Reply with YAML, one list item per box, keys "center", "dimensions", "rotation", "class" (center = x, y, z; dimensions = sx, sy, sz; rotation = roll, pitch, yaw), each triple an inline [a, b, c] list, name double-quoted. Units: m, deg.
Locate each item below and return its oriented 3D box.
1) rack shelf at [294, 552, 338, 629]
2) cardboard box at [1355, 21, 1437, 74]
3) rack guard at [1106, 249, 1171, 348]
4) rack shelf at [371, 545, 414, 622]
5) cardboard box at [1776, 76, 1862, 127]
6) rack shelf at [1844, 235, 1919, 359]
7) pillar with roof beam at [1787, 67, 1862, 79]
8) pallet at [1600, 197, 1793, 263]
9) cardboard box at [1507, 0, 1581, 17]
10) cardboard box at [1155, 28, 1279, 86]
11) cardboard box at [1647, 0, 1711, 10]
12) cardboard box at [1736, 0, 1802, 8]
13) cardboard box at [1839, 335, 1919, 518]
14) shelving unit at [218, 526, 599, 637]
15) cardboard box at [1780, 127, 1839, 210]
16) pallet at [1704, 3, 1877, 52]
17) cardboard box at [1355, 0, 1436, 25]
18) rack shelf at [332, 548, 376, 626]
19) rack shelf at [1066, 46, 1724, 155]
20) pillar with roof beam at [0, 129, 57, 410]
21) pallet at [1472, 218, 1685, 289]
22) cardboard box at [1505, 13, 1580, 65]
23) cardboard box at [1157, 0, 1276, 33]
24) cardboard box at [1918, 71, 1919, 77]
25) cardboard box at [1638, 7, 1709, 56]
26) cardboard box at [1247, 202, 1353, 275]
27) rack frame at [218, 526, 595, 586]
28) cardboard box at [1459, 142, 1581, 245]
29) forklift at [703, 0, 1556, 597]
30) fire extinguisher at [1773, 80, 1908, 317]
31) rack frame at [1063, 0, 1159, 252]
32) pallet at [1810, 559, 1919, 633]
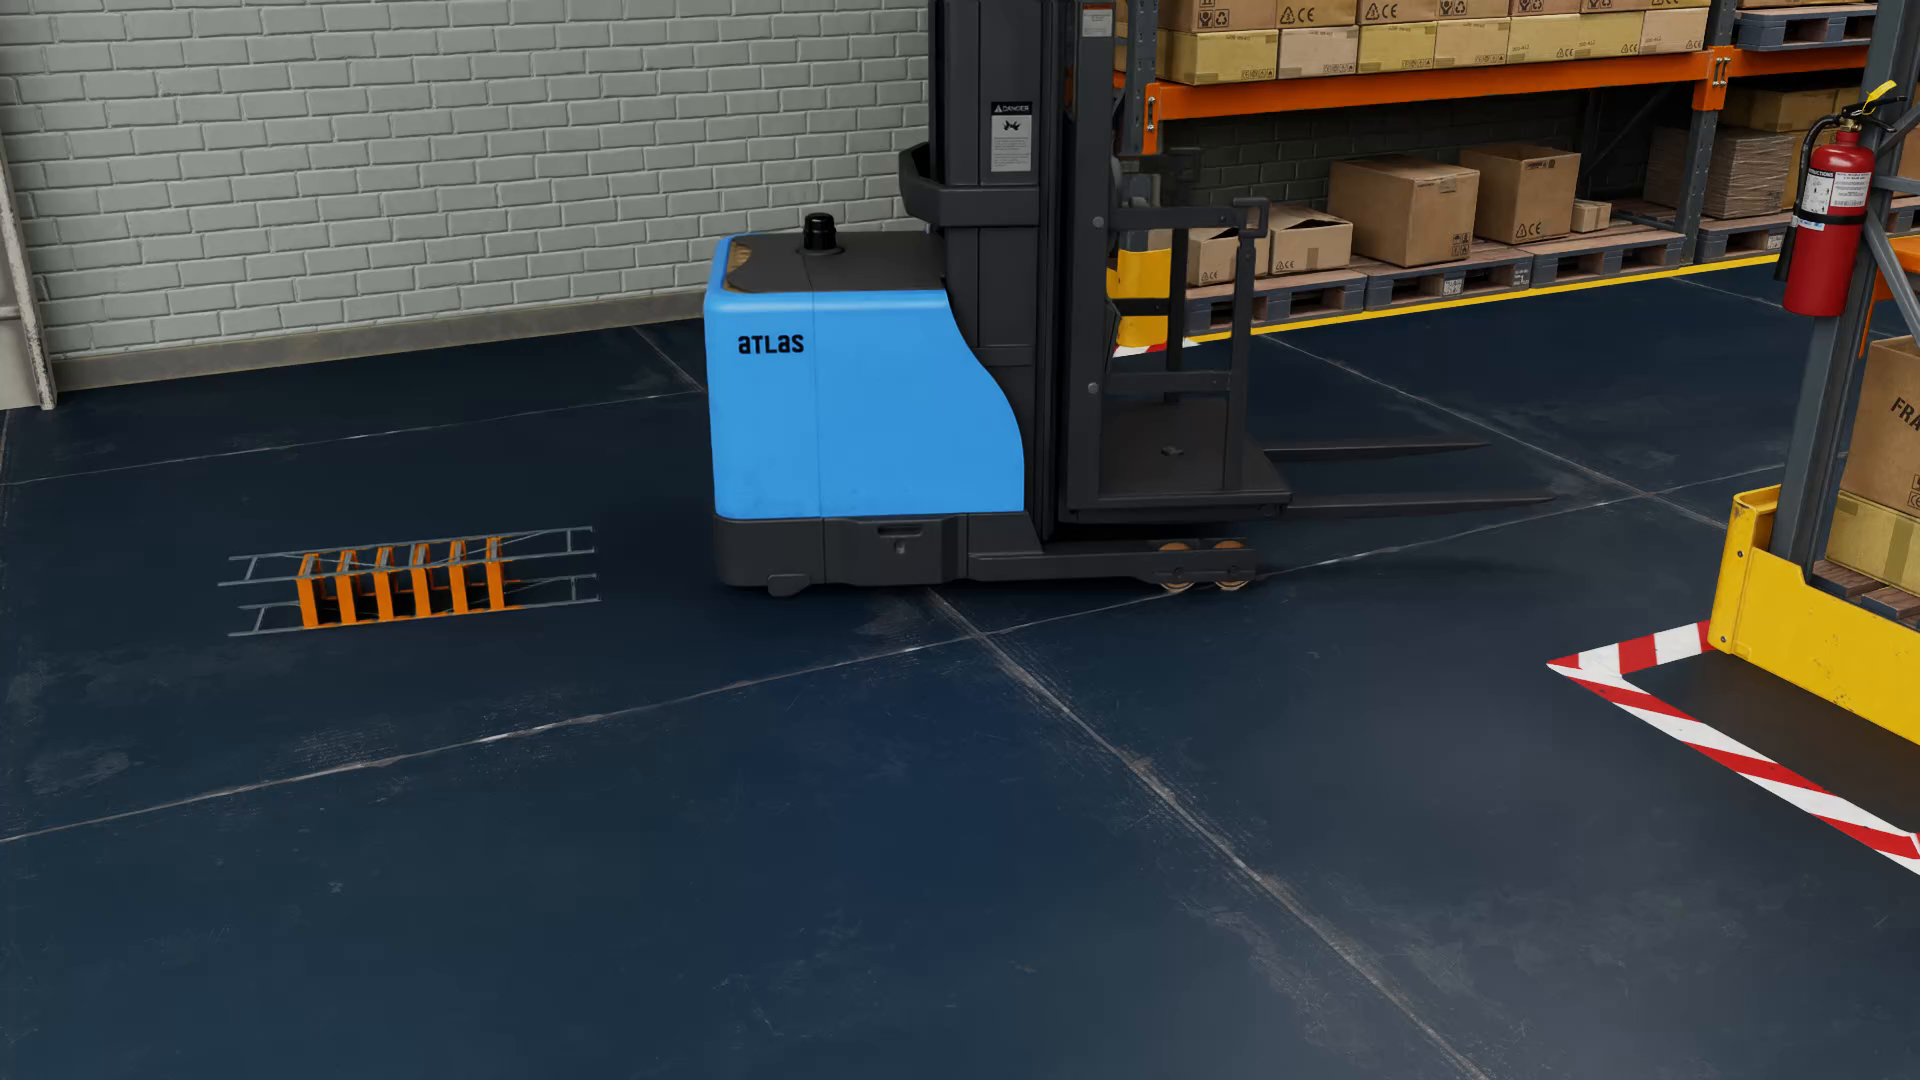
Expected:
- center: [-2.161, 0.163, 5.603]
  dimensions: [0.103, 0.180, 0.258]
  rotation: [-5, 23, -12]
  class: "rack shelf"
- center: [2.204, -2.684, 8.981]
  dimensions: [0.500, 0.250, 0.500]
  rotation: [-11, 25, -24]
  class: "cardboard box"
- center: [0.772, -1.456, 9.114]
  dimensions: [0.348, 0.500, 1.175]
  rotation: [-10, 25, -24]
  class: "rack guard"
- center: [-1.928, 0.142, 5.655]
  dimensions: [0.103, 0.180, 0.258]
  rotation: [-5, 23, -12]
  class: "rack shelf"
- center: [5.826, -2.947, 11.159]
  dimensions: [0.500, 0.250, 0.500]
  rotation: [-11, 25, -25]
  class: "cardboard box"
- center: [4.657, -0.891, 5.422]
  dimensions: [4.000, 0.370, 1.077]
  rotation: [-10, 25, -24]
  class: "rack shelf"
- center: [8.232, -5.296, 7.279]
  dimensions: [0.400, 9.000, 9.100]
  rotation: [-10, 25, -24]
  class: "pillar with roof beam"
- center: [5.008, -2.103, 11.055]
  dimensions: [1.213, 0.211, 1.003]
  rotation: [-10, 25, -24]
  class: "pallet"
- center: [3.110, -3.199, 9.246]
  dimensions: [0.500, 0.500, 0.500]
  rotation: [-11, 25, -25]
  class: "cardboard box"
- center: [1.281, -2.510, 8.562]
  dimensions: [0.500, 0.250, 0.500]
  rotation: [-11, 25, -25]
  class: "cardboard box"
- center: [4.016, -3.364, 9.643]
  dimensions: [0.500, 0.500, 0.500]
  rotation: [-10, 25, -24]
  class: "cardboard box"
- center: [4.781, -3.584, 10.281]
  dimensions: [0.500, 0.500, 0.700]
  rotation: [-10, 25, -23]
  class: "cardboard box"
- center: [3.209, -0.354, 5.248]
  dimensions: [0.500, 0.500, 0.500]
  rotation: [-10, 25, -24]
  class: "cardboard box"
- center: [-1.854, 0.135, 5.671]
  dimensions: [1.200, 0.189, 0.258]
  rotation: [-5, 23, -12]
  class: "shelving unit"
- center: [5.407, -2.541, 11.160]
  dimensions: [0.500, 0.500, 0.700]
  rotation: [-11, 25, -25]
  class: "cardboard box"
- center: [5.059, -3.250, 10.430]
  dimensions: [1.213, 0.211, 1.003]
  rotation: [-10, 25, -24]
  class: "pallet"
- center: [2.182, -3.023, 8.820]
  dimensions: [0.500, 0.500, 0.500]
  rotation: [-11, 25, -25]
  class: "cardboard box"
- center: [-2.044, 0.152, 5.629]
  dimensions: [0.103, 0.180, 0.258]
  rotation: [-5, 23, -12]
  class: "rack shelf"
- center: [2.505, -2.598, 9.545]
  dimensions: [4.000, 0.370, 1.077]
  rotation: [-10, 25, -24]
  class: "rack shelf"
- center: [-2.581, -3.306, 2.471]
  dimensions: [0.400, 9.000, 9.100]
  rotation: [-10, 25, -24]
  class: "pillar with roof beam"
- center: [3.718, -1.850, 10.443]
  dimensions: [1.213, 0.211, 1.003]
  rotation: [-10, 25, -24]
  class: "pallet"
- center: [3.113, -2.850, 9.384]
  dimensions: [0.500, 0.250, 0.500]
  rotation: [-11, 25, -24]
  class: "cardboard box"
- center: [1.264, -2.861, 8.428]
  dimensions: [0.500, 0.500, 0.500]
  rotation: [-10, 25, -24]
  class: "cardboard box"
- center: [6.745, -3.110, 11.554]
  dimensions: [0.500, 0.250, 0.500]
  rotation: [-10, 24, -23]
  class: "cardboard box"
- center: [4.012, -3.019, 9.791]
  dimensions: [0.500, 0.250, 0.500]
  rotation: [-10, 25, -23]
  class: "cardboard box"
- center: [1.879, -1.738, 9.467]
  dimensions: [0.500, 0.311, 0.500]
  rotation: [-8, 24, -19]
  class: "cardboard box"
- center: [-1.854, 0.050, 5.636]
  dimensions: [1.200, 0.006, 0.240]
  rotation: [-5, 23, -12]
  class: "rack frame"
- center: [3.390, -2.124, 10.153]
  dimensions: [0.500, 0.500, 0.500]
  rotation: [-12, 26, -28]
  class: "cardboard box"
- center: [0.625, -1.375, 5.740]
  dimensions: [3.031, 2.935, 1.130]
  rotation: [-2, 23, -5]
  class: "forklift"
- center: [2.547, -0.997, 4.837]
  dimensions: [0.183, 0.674, 0.296]
  rotation: [-10, 25, -24]
  class: "fire extinguisher"
- center: [0.703, -2.599, 8.606]
  dimensions: [0.127, 3.000, 1.000]
  rotation: [-10, 25, -24]
  class: "rack frame"
- center: [3.526, 0.255, 5.358]
  dimensions: [1.213, 0.211, 1.003]
  rotation: [-10, 25, -24]
  class: "pallet"
